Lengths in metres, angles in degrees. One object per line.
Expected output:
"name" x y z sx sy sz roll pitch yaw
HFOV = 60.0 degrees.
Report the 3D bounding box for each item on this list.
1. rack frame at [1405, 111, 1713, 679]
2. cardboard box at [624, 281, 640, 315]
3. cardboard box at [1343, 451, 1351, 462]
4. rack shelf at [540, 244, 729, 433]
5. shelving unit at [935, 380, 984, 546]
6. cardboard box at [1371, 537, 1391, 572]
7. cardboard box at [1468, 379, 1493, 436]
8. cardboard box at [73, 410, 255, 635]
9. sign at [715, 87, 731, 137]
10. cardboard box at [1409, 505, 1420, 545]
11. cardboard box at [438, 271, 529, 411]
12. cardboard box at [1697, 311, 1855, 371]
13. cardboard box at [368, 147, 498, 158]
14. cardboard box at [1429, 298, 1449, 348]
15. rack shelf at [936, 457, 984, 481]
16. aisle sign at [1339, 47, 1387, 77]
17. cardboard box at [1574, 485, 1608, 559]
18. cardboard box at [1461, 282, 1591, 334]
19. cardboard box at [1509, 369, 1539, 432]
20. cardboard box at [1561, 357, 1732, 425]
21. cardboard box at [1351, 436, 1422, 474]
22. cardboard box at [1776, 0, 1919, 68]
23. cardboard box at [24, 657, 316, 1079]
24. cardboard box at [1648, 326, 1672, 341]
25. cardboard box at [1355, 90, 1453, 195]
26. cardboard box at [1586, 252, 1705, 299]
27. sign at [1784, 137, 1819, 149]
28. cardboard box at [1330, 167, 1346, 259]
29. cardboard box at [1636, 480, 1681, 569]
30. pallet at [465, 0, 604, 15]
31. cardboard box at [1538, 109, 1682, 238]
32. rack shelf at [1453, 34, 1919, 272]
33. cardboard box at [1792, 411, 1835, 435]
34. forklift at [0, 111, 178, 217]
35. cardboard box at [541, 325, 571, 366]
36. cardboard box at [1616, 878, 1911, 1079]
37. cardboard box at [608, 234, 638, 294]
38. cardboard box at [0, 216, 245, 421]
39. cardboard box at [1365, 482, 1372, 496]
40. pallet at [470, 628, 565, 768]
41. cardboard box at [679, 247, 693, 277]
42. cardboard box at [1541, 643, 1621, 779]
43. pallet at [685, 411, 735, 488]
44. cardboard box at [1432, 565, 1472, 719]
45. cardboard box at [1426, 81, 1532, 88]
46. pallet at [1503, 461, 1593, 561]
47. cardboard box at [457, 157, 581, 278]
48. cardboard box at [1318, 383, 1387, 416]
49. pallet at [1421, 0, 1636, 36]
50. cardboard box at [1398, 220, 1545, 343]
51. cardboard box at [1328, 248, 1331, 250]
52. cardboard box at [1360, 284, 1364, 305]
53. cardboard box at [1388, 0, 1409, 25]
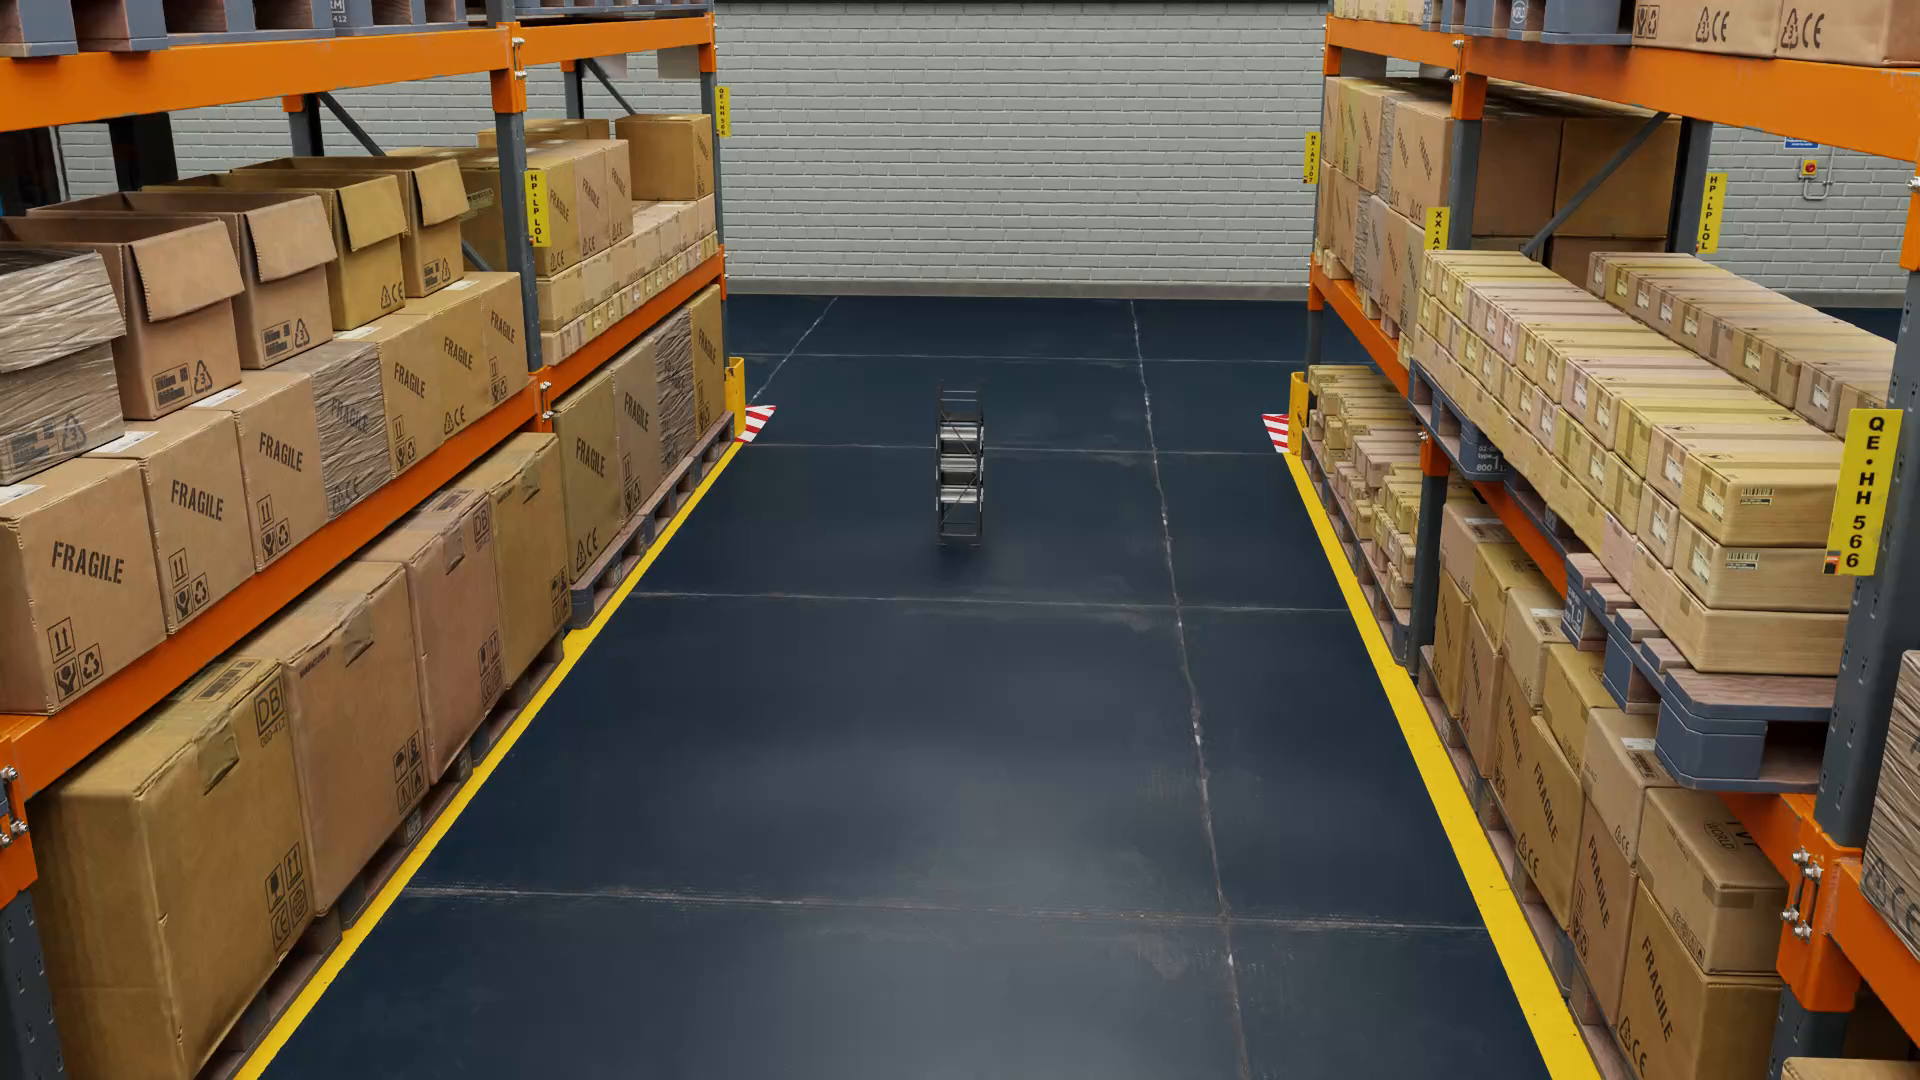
"rack frame" 2.537 -0.809 7.073 1.000 3.000 0.127 1 18 4
"cardboard box" -1.958 -1.318 9.032 0.380 0.149 0.250 1 18 5
"cardboard box" 2.468 -0.421 9.796 0.380 0.149 0.250 1 18 4
"rack shelf" -2.260 -1.230 9.515 1.077 0.370 4.000 1 18 4
"shelving unit" 0.001 -0.430 9.291 0.258 0.900 0.210 1 18 4
"cardboard box" 2.282 0.055 8.342 0.380 0.149 0.250 1 18 2
"cardboard box" 1.977 -0.456 5.726 0.380 0.149 0.250 0 18 1
"cardboard box" -2.349 -0.061 4.631 0.500 0.500 0.500 1 18 2
"sign" -1.576 -2.839 11.031 0.100 0.325 0.005 1 18 4
"cardboard box" 2.303 -0.052 7.714 0.380 0.149 0.250 2 18 5
"cardboard box" -2.164 -0.847 7.030 0.500 0.500 0.500 1 18 4
"cardboard box" 2.609 -0.638 5.325 0.380 0.149 0.250 0 18 1
"cardboard box" -2.597 -1.681 8.296 0.500 0.500 0.500 1 18 4
"cardboard box" 2.033 -0.837 6.413 0.380 0.149 0.250 1 18 3
"rack shelf" 0.001 -0.398 9.301 0.258 0.077 0.200 1 18 4
"aisle sign" 2.530 -3.316 10.550 0.394 0.787 0.004 1 18 4
"cardboard box" 1.886 -0.044 4.470 0.380 0.149 0.250 1 18 3
"cardboard box" 1.995 -0.816 5.868 0.380 0.149 0.250 1 18 3
"cardboard box" 1.940 -0.432 5.176 0.380 0.149 0.250 1 18 3
"cardboard box" 1.906 -0.409 4.626 0.380 0.149 0.250 1 18 4
"cardboard box" 2.323 -0.459 8.955 0.380 0.149 0.250 1 18 2
"cardboard box" 2.038 -1.222 3.358 0.500 0.500 0.500 1 18 4
"cardboard box" -2.619 0.888 4.634 1.225 0.875 0.875 0 18 1
"cardboard box" 2.652 -0.658 5.866 0.380 0.149 0.250 1 18 2
"cardboard box" 2.404 -2.105 8.786 0.500 0.500 0.500 1 18 2
"cardboard box" 2.703 -1.042 6.561 0.380 0.149 0.250 2 18 6
"sign" 8.106 -3.872 15.989 0.327 0.218 0.001 1 18 4
"cardboard box" 2.503 -1.940 9.887 0.500 0.500 0.500 1 18 4
"cardboard box" 1.849 -0.034 3.962 0.380 0.149 0.250 2 18 6
"pallet" -2.334 -2.588 7.829 1.003 0.211 1.213 1 18 4
"cardboard box" 2.812 -1.607 7.267 0.500 0.500 0.500 2 18 5
"rack shelf" 2.394 -1.271 4.823 1.077 0.370 4.000 1 18 4
"cardboard box" 2.555 -0.256 4.639 0.380 0.149 0.250 1 18 4
"forklift" -4.915 -1.378 8.920 1.130 2.935 3.031 3 18 8
"cardboard box" -2.050 -0.916 7.804 0.380 0.149 0.250 1 18 4
"cardboard box" 2.037 1.212 4.247 0.500 0.500 0.500 1 18 4
"cardboard box" -2.036 -1.476 8.874 0.500 0.250 0.500 2 18 5
"cardboard box" -2.572 -0.662 4.853 0.797 0.503 0.637 2 18 5
"cardboard box" 2.405 -0.306 8.965 0.380 0.149 0.250 0 18 1
"pallet" -2.383 0.616 7.205 1.003 0.211 1.213 1 18 4
"cardboard box" -1.868 -1.719 10.256 0.380 0.149 0.250 2 18 5
"cardboard box" 2.115 0.533 5.115 0.500 0.250 0.500 2 18 5
"pallet" -2.095 -0.618 10.969 1.003 0.211 1.213 1 18 4
"cardboard box" 2.220 0.403 6.715 0.500 0.500 0.500 2 18 6
"cardboard box" 3.003 -2.410 9.716 0.500 0.500 0.500 1 18 2
"pallet" 2.351 -0.091 5.191 1.003 0.211 1.213 1 18 4
"cardboard box" -2.114 -1.520 7.804 0.500 0.500 0.500 1 18 4
"cardboard box" 2.402 -0.860 10.178 0.380 0.149 0.250 1 18 4
"pallet" 2.387 -1.955 6.058 1.213 0.211 1.003 1 18 4
"cardboard box" 2.290 -1.154 7.489 0.500 0.500 0.500 1 18 4
"cardboard box" 2.497 -1.758 10.375 0.380 0.149 0.250 2 18 6
"cardboard box" 2.413 -1.353 9.137 0.380 0.149 0.250 2 18 6
"cardboard box" 2.386 -2.634 8.067 0.500 0.250 0.500 1 18 3
